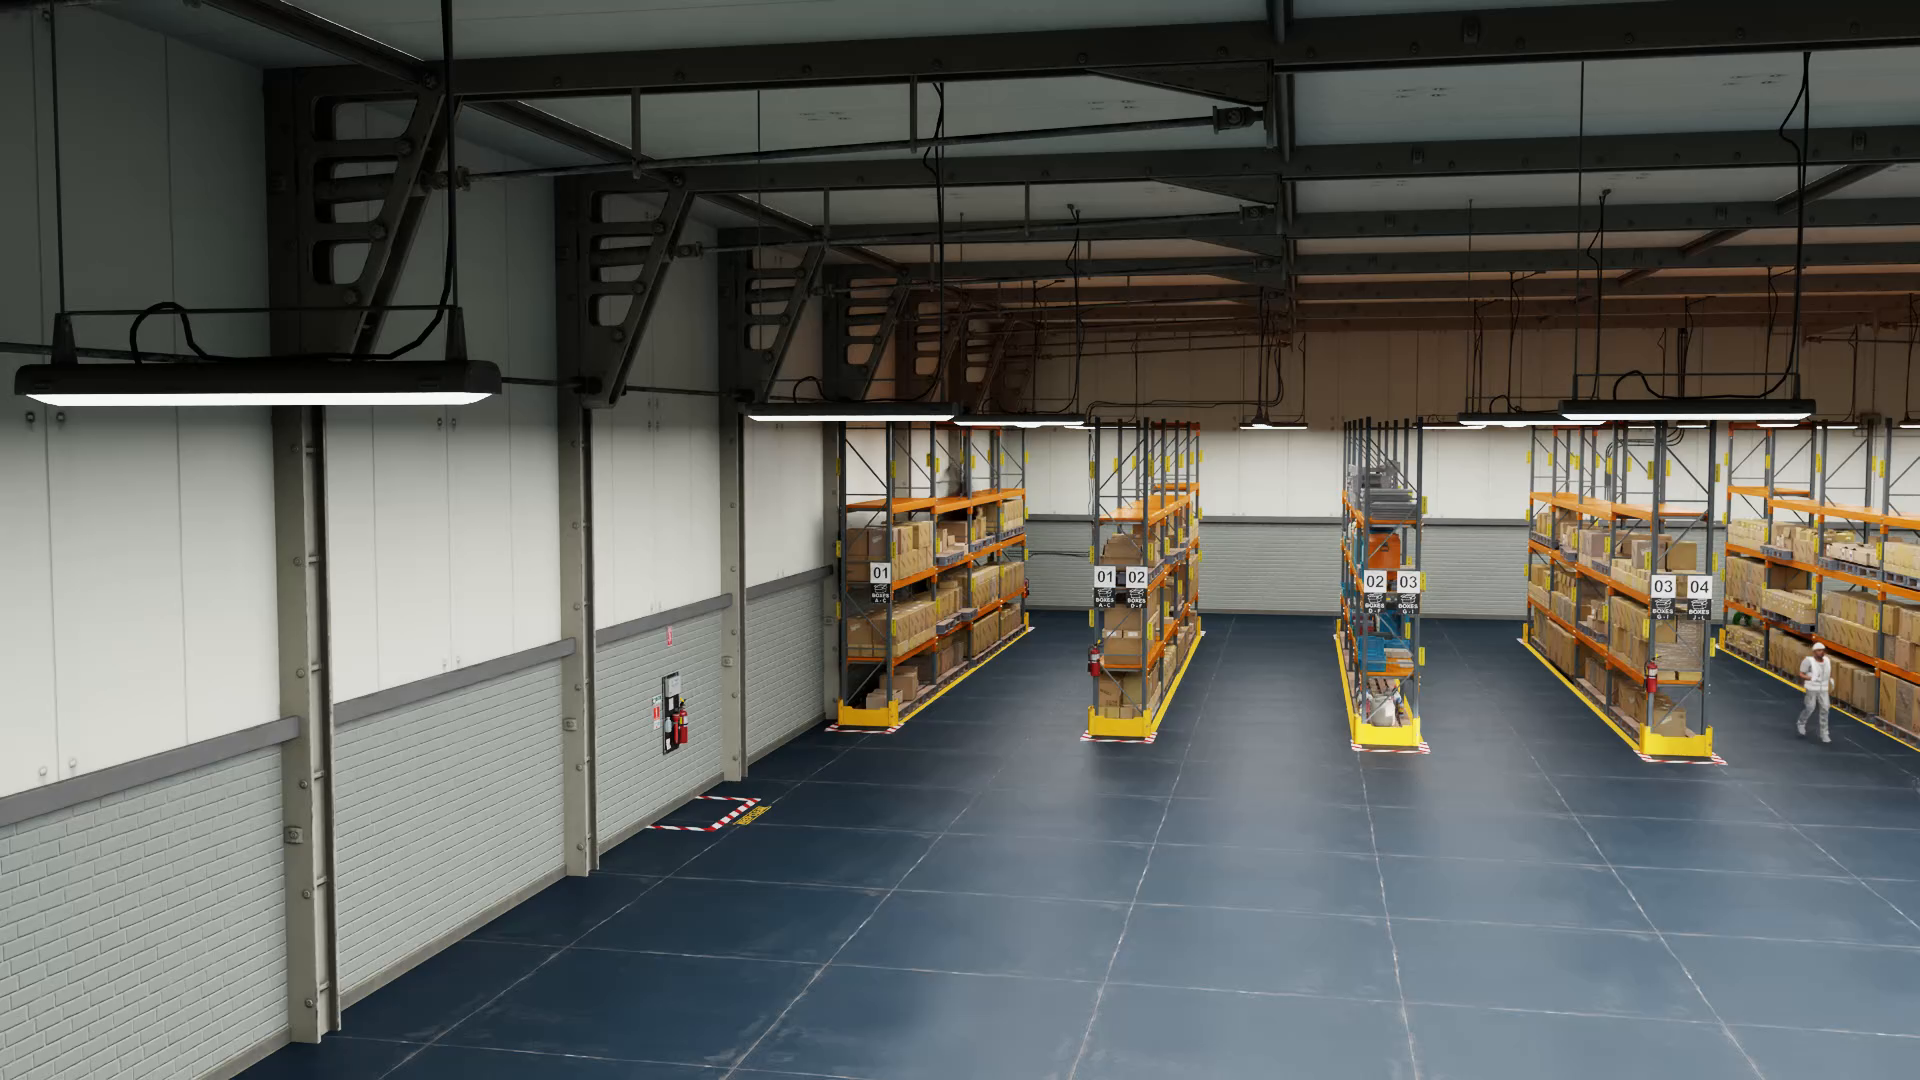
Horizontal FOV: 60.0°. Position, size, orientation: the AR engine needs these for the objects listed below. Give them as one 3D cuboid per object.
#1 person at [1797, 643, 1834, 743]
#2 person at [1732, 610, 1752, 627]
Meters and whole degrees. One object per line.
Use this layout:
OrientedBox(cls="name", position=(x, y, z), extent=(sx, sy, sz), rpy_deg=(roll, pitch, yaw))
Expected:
OrientedBox(cls="person", position=(15.958, 2.814, 30.989), extent=(0.706, 1.819, 0.864), rpy_deg=(0, 4, -1))
OrientedBox(cls="person", position=(21.300, 1.882, 45.364), extent=(0.717, 1.751, 0.922), rpy_deg=(-2, 4, -32))
